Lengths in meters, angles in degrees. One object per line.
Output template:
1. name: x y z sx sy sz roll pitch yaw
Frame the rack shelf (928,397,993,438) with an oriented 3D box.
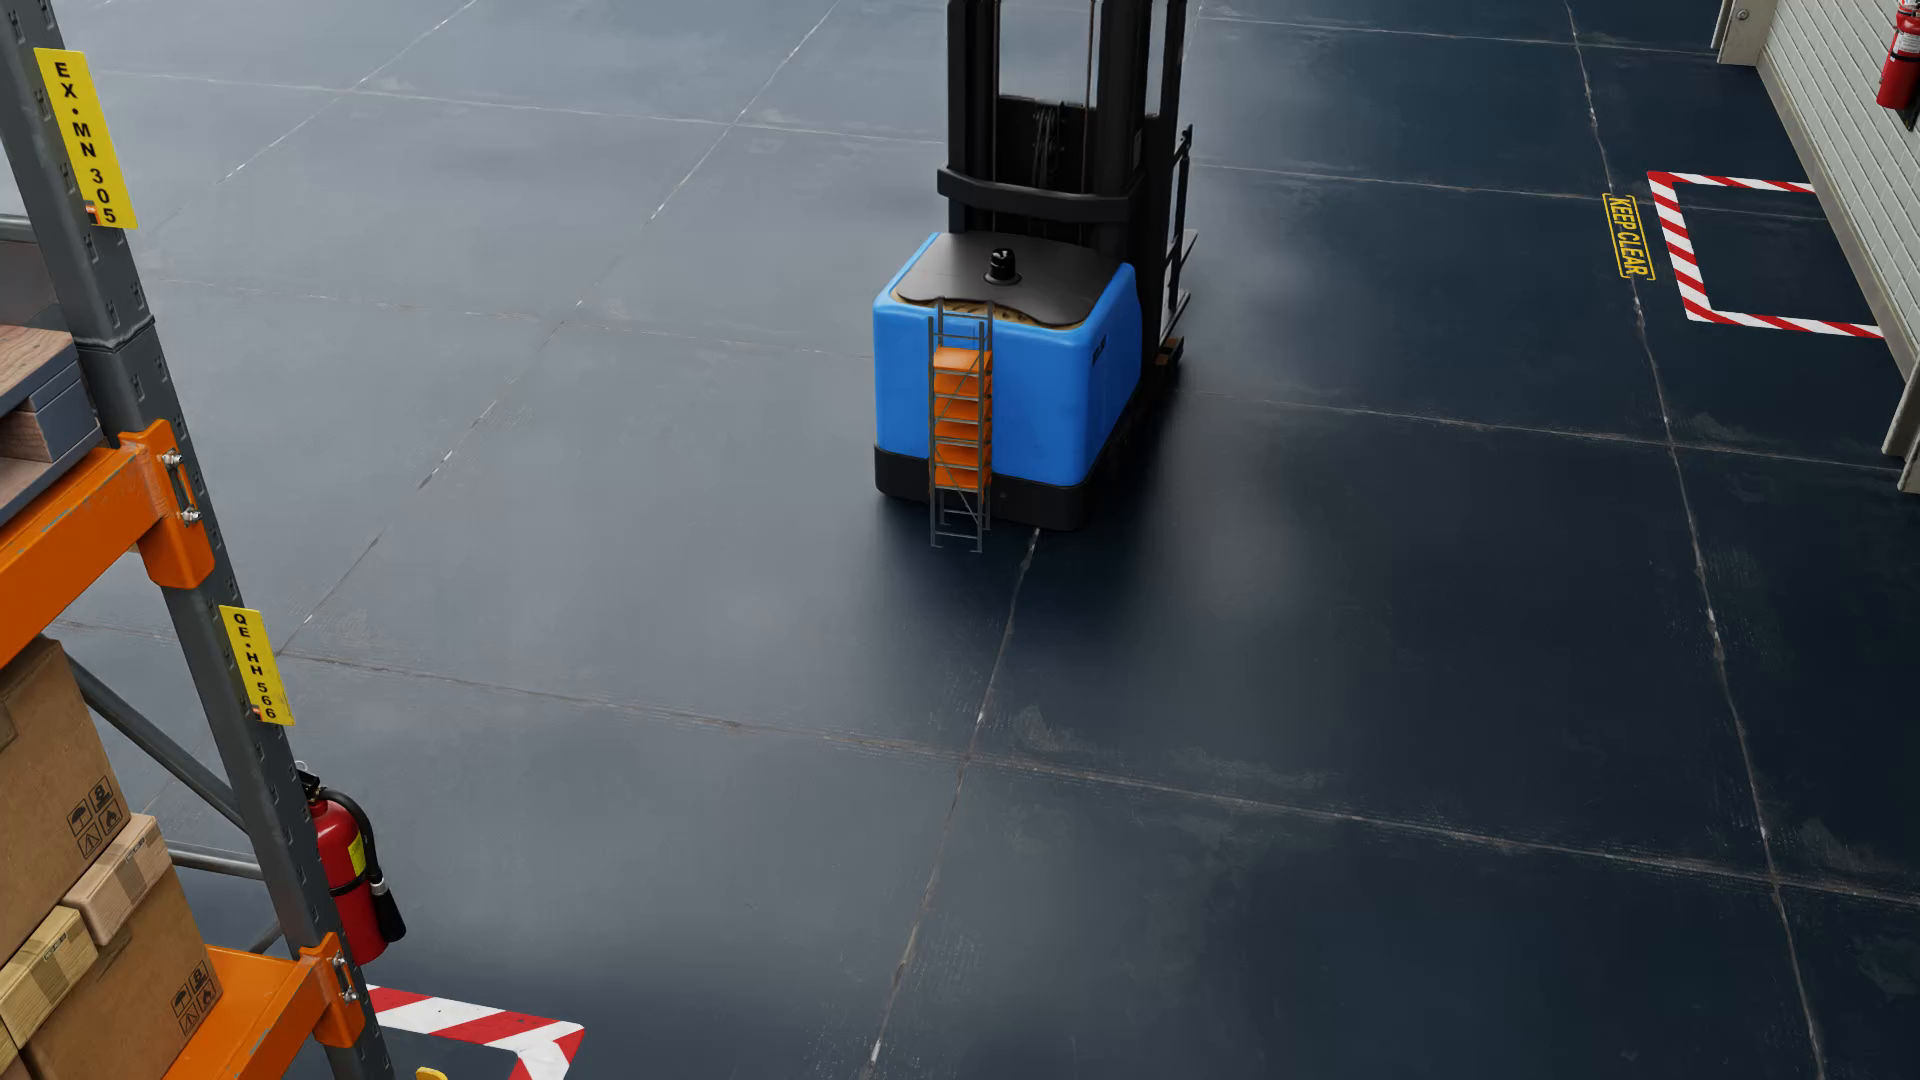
1. rack shelf: 0.003 -0.555 7.365 0.258 0.103 0.180 7 37 10

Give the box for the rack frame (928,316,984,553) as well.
1. rack frame: -0.016 -0.442 7.337 0.240 1.200 0.006 7 37 10

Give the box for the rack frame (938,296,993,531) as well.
1. rack frame: 0.023 -0.547 7.482 0.240 1.200 0.006 7 37 10

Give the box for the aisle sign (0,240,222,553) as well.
1. aisle sign: -1.759 -0.288 3.376 0.394 0.787 0.004 7 37 10

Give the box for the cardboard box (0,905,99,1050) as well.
1. cardboard box: -2.010 0.855 3.376 0.380 0.149 0.250 8 37 11

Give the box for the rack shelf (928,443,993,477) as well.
1. rack shelf: 0.003 -0.361 7.506 0.258 0.103 0.180 7 37 10

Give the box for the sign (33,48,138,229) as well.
1. sign: -1.533 -0.700 2.916 0.100 0.325 0.005 7 37 10

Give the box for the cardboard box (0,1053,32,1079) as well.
1. cardboard box: -2.280 1.293 3.325 0.700 0.500 0.500 8 37 11

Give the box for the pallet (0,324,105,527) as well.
1. pallet: -2.236 -0.011 2.729 1.003 0.211 1.213 7 37 10

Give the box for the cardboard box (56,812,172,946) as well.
1. cardboard box: -1.956 0.705 3.583 0.380 0.149 0.250 7 36 9

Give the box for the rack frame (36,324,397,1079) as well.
1. rack frame: -2.060 0.765 4.138 1.000 3.000 0.127 7 37 10

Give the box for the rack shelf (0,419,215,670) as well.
1. rack shelf: -2.487 0.989 1.887 1.077 0.370 4.000 7 37 10

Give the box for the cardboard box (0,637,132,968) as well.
1. cardboard box: -2.184 0.496 3.319 0.700 0.500 0.500 7 37 10

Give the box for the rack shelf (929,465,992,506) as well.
1. rack shelf: 0.003 -0.264 7.576 0.258 0.103 0.180 7 37 10

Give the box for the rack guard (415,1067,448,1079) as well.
1. rack guard: -2.055 1.764 4.890 1.175 0.500 0.348 7 37 10

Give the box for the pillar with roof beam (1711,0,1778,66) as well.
1. pillar with roof beam: 1.833 -7.954 11.057 9.100 9.000 0.400 7 37 10

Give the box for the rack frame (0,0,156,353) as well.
1. rack frame: -2.060 -1.664 2.377 1.000 3.000 0.127 7 37 10

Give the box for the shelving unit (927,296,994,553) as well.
1. shelving unit: 0.003 -0.494 7.409 0.258 1.200 0.189 7 37 10

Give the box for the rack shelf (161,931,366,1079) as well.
1. rack shelf: -2.487 2.203 2.767 1.077 0.370 4.000 7 37 10

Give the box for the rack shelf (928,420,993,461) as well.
1. rack shelf: 0.003 -0.458 7.435 0.258 0.103 0.180 7 37 10

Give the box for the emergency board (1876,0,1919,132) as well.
1. emergency board: 5.322 -2.958 9.275 0.194 1.169 0.643 7 37 10

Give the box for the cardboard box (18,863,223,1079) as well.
1. cardboard box: -2.172 0.991 3.741 0.700 0.500 0.500 7 37 10

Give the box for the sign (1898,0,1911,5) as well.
1. sign: 5.541 -3.276 9.684 0.001 0.329 0.234 7 37 10

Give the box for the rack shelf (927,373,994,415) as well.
1. rack shelf: 0.003 -0.652 7.295 0.258 0.103 0.180 7 37 10

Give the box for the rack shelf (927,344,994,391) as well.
1. rack shelf: 0.003 -0.750 7.224 0.258 0.103 0.180 7 37 10

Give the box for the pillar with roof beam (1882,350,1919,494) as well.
1. pillar with roof beam: 0.552 -4.515 6.311 9.100 9.000 0.400 7 37 10

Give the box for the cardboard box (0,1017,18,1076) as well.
1. cardboard box: -2.065 1.002 3.173 0.380 0.149 0.250 7 36 9

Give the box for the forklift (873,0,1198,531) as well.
1. forklift: 0.577 -2.092 8.139 1.130 2.935 3.031 12 38 16

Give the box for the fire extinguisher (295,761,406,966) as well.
1. fire extinguisher: -1.581 0.787 4.174 0.296 0.674 0.183 7 37 10

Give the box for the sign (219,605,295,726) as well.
1. sign: -1.533 0.277 3.624 0.100 0.325 0.005 7 37 10
